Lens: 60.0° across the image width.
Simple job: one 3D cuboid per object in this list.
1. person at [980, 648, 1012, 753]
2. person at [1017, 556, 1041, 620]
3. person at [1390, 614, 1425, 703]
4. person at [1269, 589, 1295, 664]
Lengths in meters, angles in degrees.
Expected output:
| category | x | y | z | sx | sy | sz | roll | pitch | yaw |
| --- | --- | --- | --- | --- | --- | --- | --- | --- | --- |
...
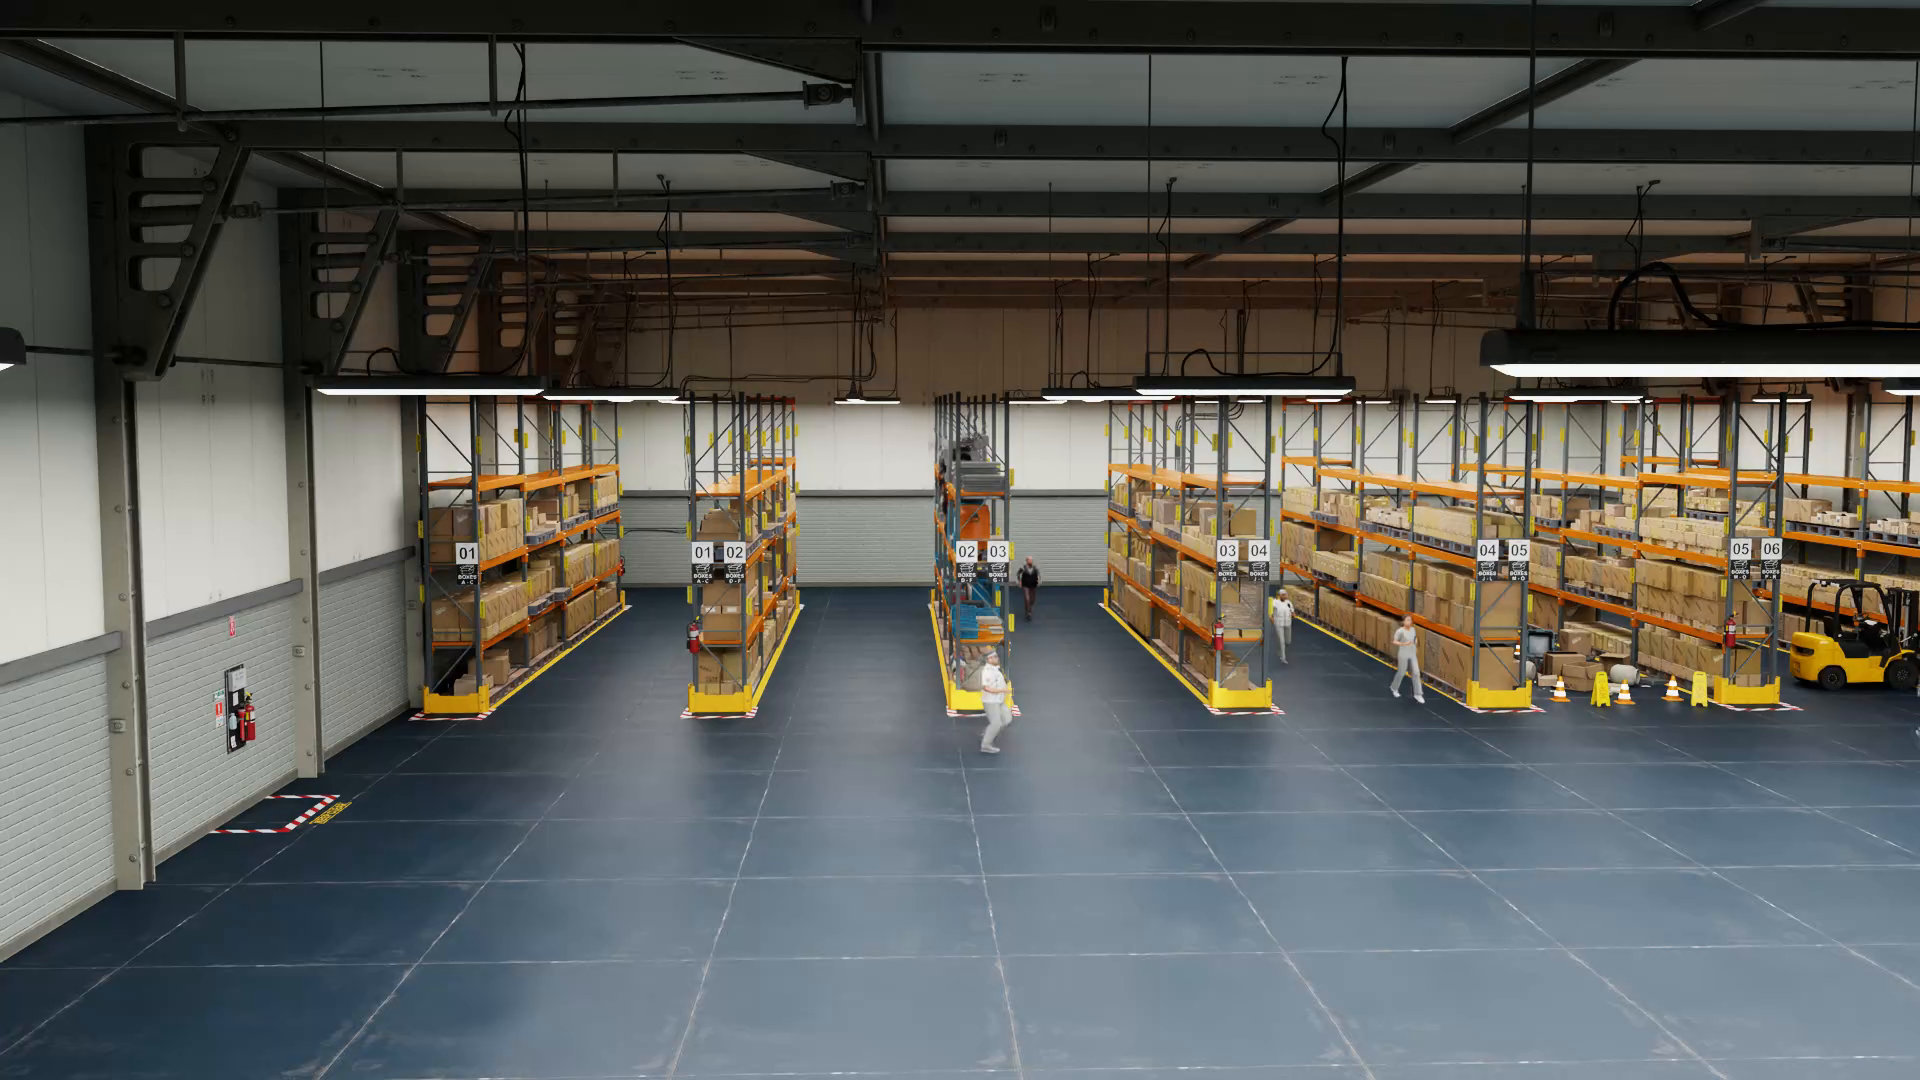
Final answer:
| category | x | y | z | sx | sy | sz | roll | pitch | yaw |
| --- | --- | --- | --- | --- | --- | --- | --- | --- | --- |
| person | 0.617 | 2.646 | 27.462 | 0.602 | 1.744 | 0.650 | 2 | 5 | 18 |
| person | 1.856 | 1.281 | 44.972 | 0.646 | 1.709 | 0.888 | -1 | 5 | -11 |
| person | 8.660 | 2.266 | 32.273 | 0.576 | 1.677 | 0.935 | -1 | 5 | -14 |
| person | 7.213 | 1.918 | 37.277 | 0.620 | 1.635 | 0.824 | -1 | 5 | -10 |
